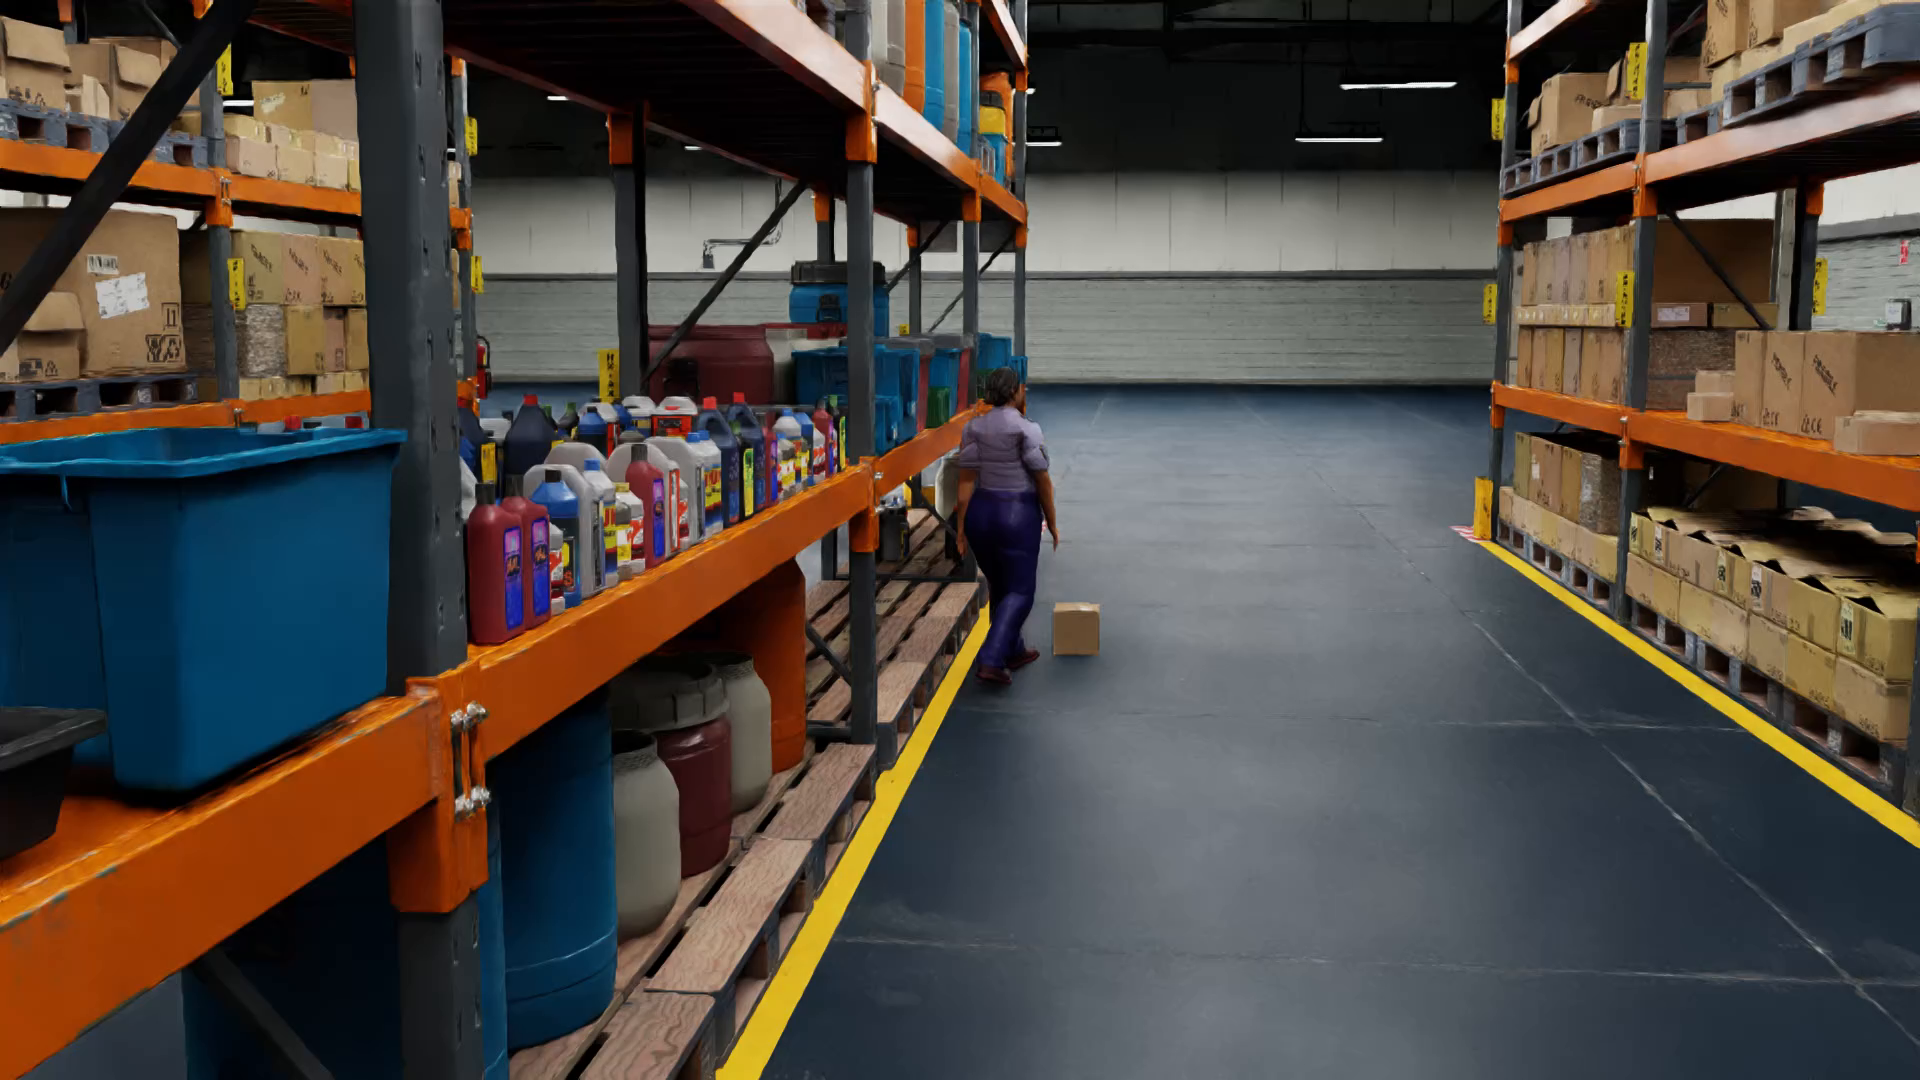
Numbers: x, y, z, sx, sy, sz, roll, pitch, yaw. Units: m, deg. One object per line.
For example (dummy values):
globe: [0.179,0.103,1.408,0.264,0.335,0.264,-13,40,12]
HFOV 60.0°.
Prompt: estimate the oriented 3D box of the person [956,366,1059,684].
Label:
person: [0.262,-0.088,8.538,0.497,1.608,0.885,5,9,32]
